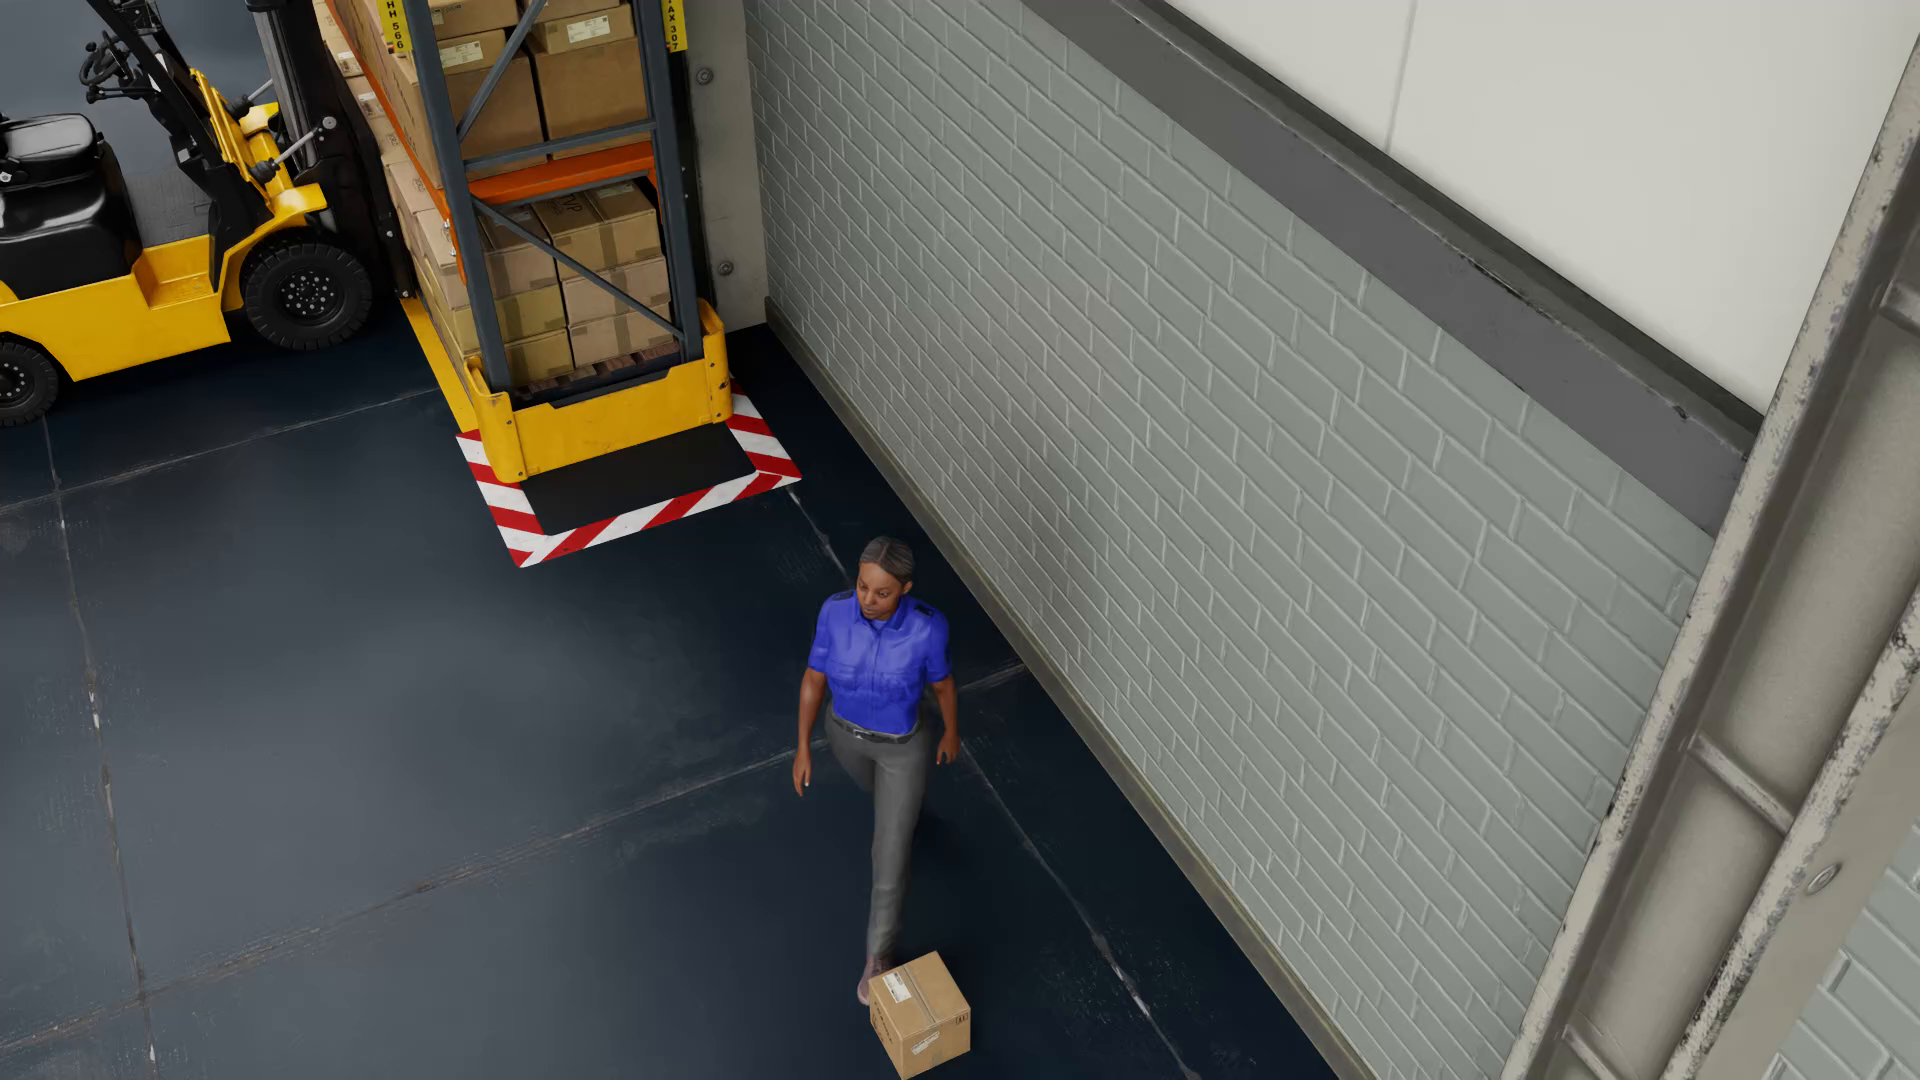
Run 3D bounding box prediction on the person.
[{"bbox_3d":[-0.284,0.673,5.405,0.478,1.605,0.958,13,43,14],"label":"person"}]
